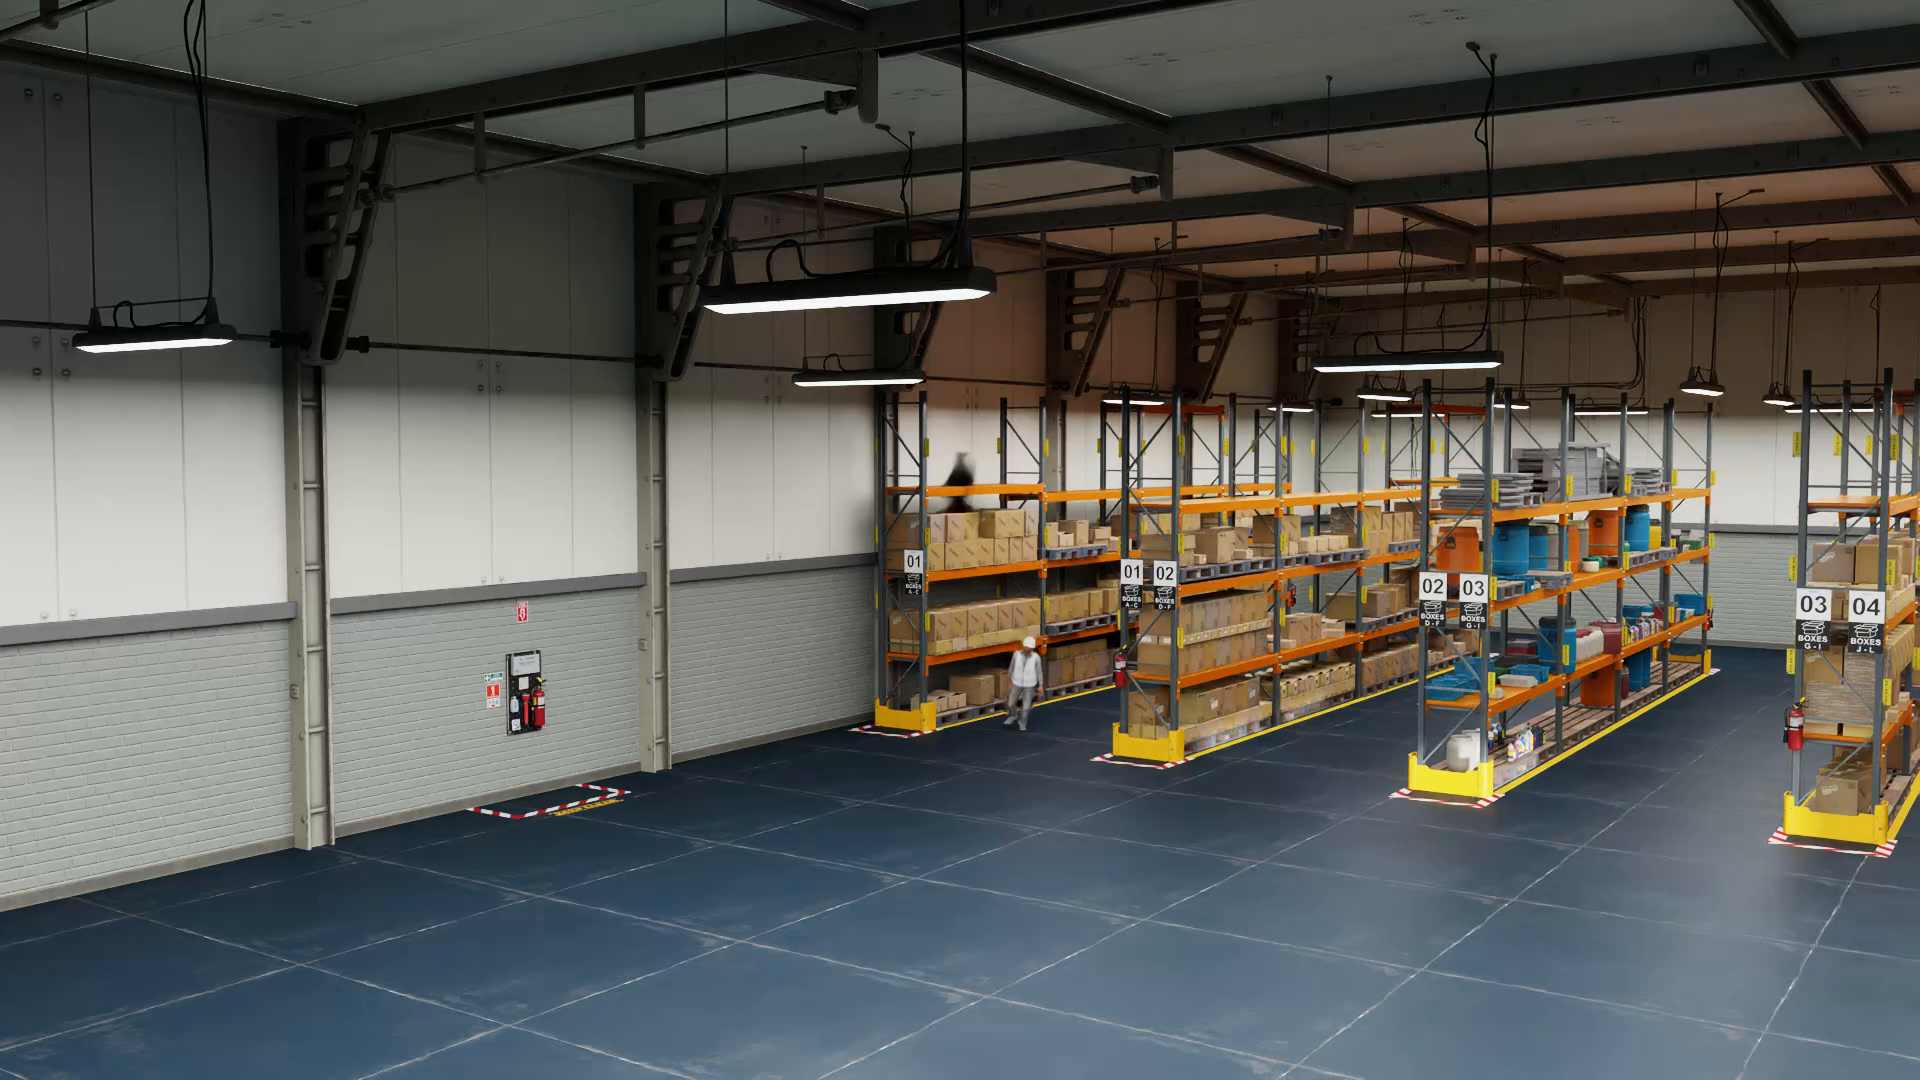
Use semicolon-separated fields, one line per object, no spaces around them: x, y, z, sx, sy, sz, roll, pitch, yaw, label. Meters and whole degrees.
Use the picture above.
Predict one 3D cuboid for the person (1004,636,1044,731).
1.120;2.519;29.221;0.762;1.696;0.647;1;3;12;person
